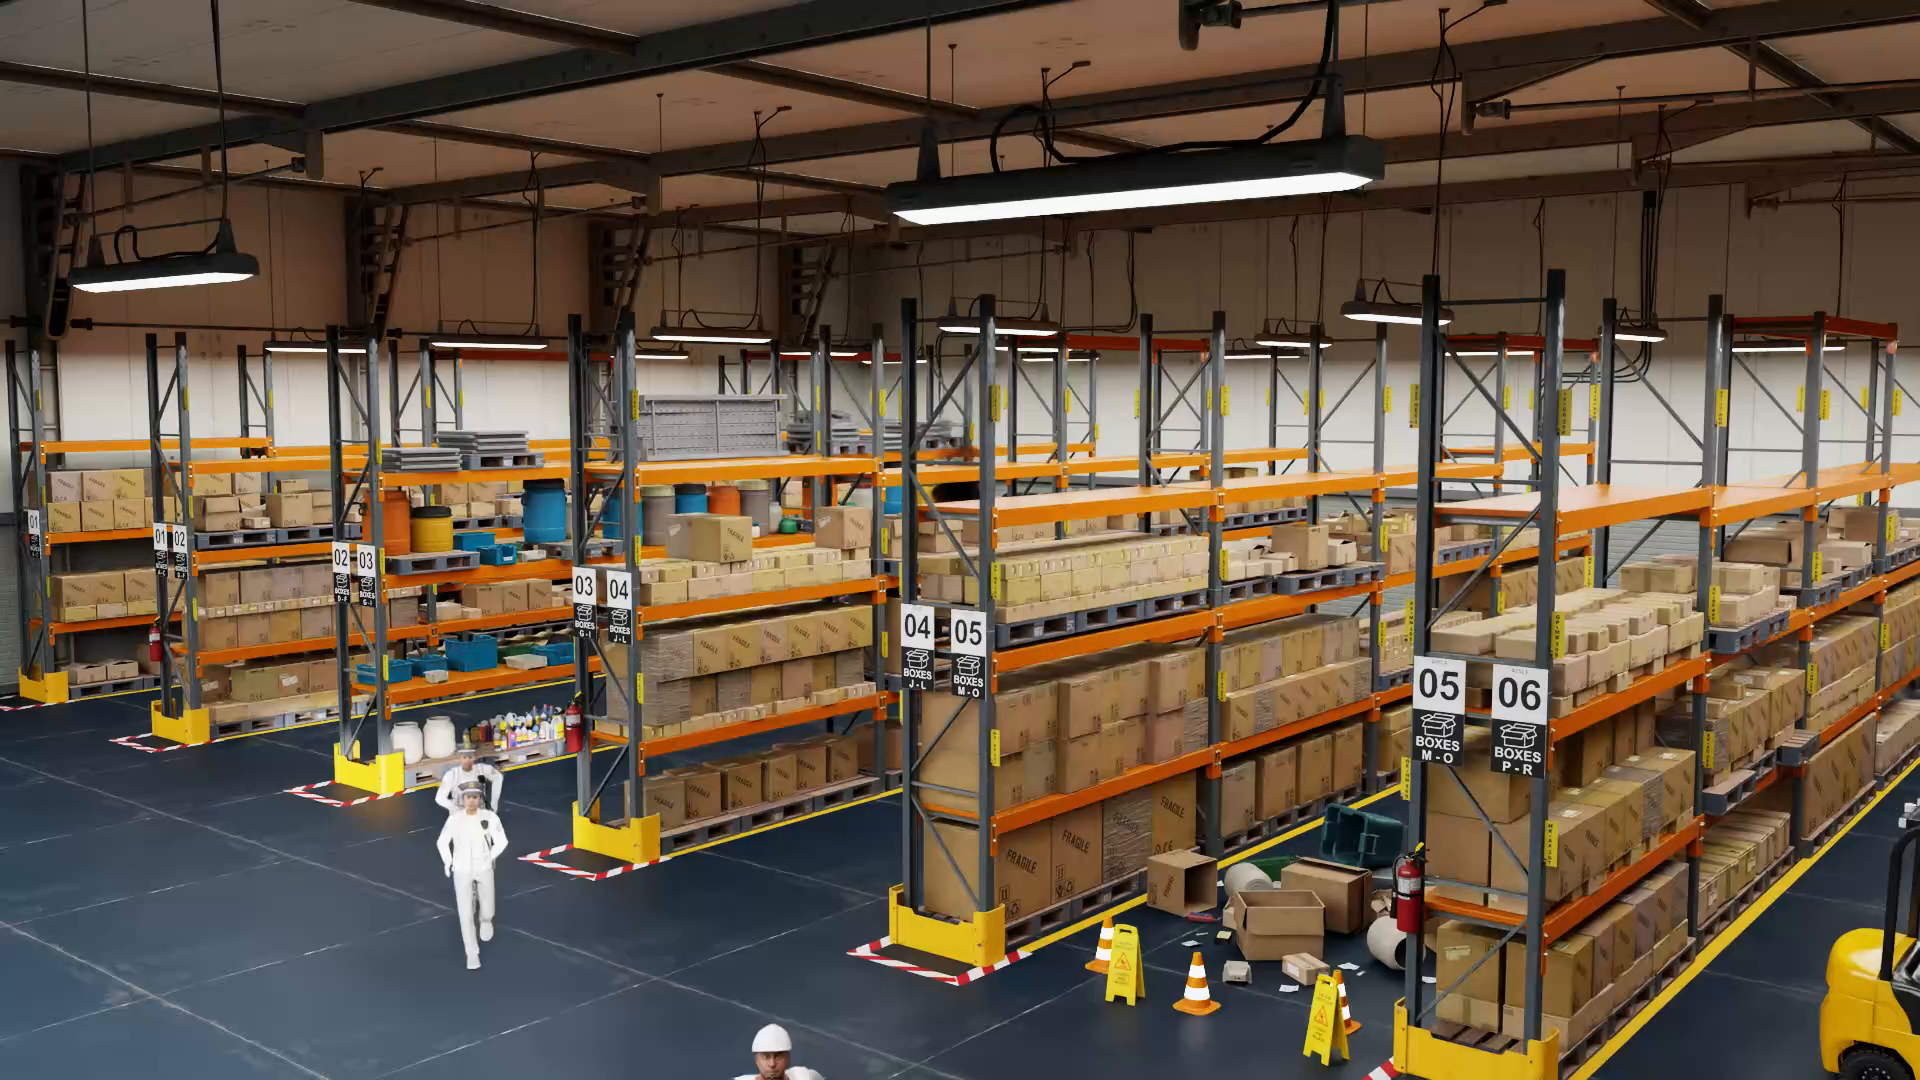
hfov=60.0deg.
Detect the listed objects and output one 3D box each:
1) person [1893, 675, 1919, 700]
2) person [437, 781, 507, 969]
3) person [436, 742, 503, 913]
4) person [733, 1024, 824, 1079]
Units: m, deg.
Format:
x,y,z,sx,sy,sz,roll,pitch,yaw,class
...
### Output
x,y,z,sx,sy,sz,roll,pitch,yaw,class
14.660,2.025,25.771,0.623,1.611,0.896,-1,5,-15,person
-4.417,2.985,15.068,0.620,1.653,0.685,-1,5,-14,person
-4.928,2.845,16.749,0.644,1.719,0.876,-1,5,-14,person
-0.988,3.473,8.824,0.657,1.835,0.763,0,5,-4,person
